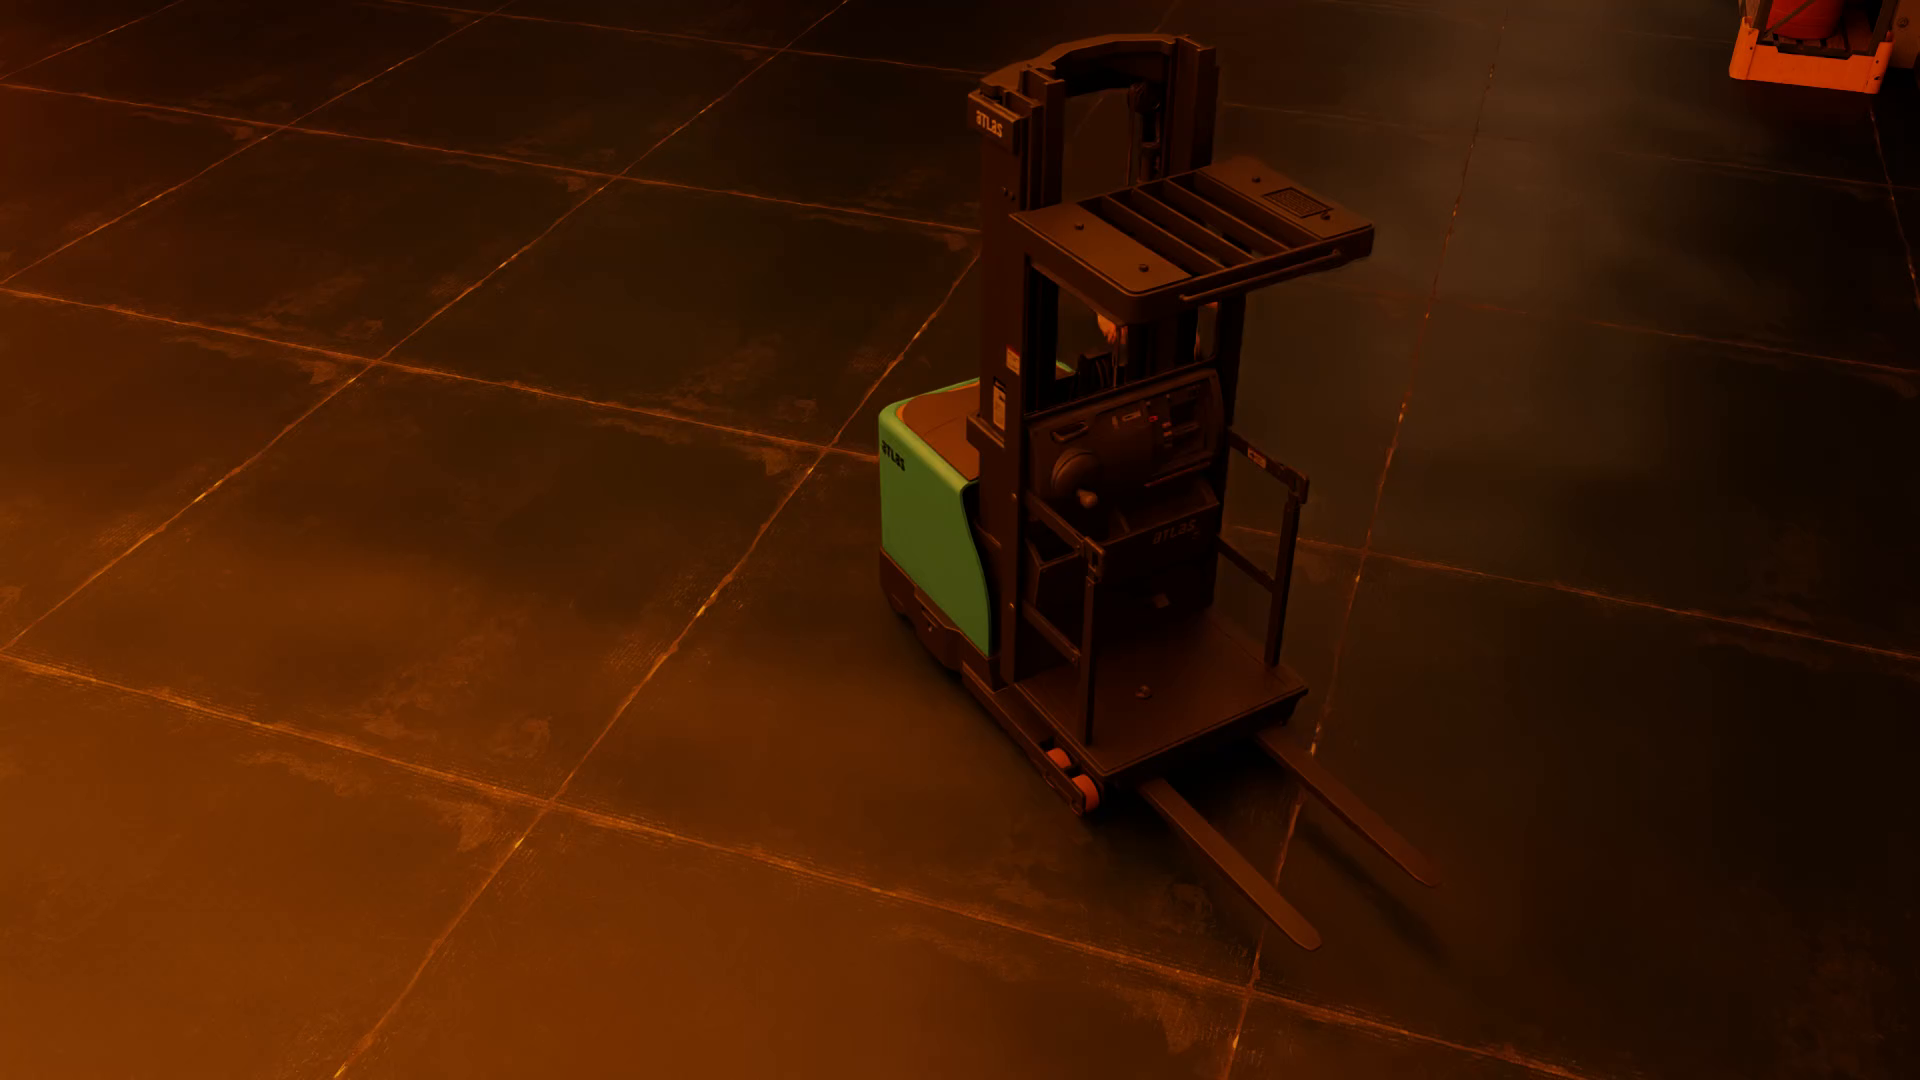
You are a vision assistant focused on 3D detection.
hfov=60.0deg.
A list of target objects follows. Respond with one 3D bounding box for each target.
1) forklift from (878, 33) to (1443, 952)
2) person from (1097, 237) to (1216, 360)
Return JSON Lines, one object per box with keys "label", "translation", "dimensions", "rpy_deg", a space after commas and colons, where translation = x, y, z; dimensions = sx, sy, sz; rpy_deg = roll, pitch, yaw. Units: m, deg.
{"label": "forklift", "translation": [0.797, -0.348, 6.601], "dimensions": [1.130, 2.935, 3.031], "rpy_deg": [-19, 40, -25]}
{"label": "person", "translation": [1.110, -1.289, 9.220], "dimensions": [0.679, 1.502, 0.801], "rpy_deg": [10, 36, 13]}
